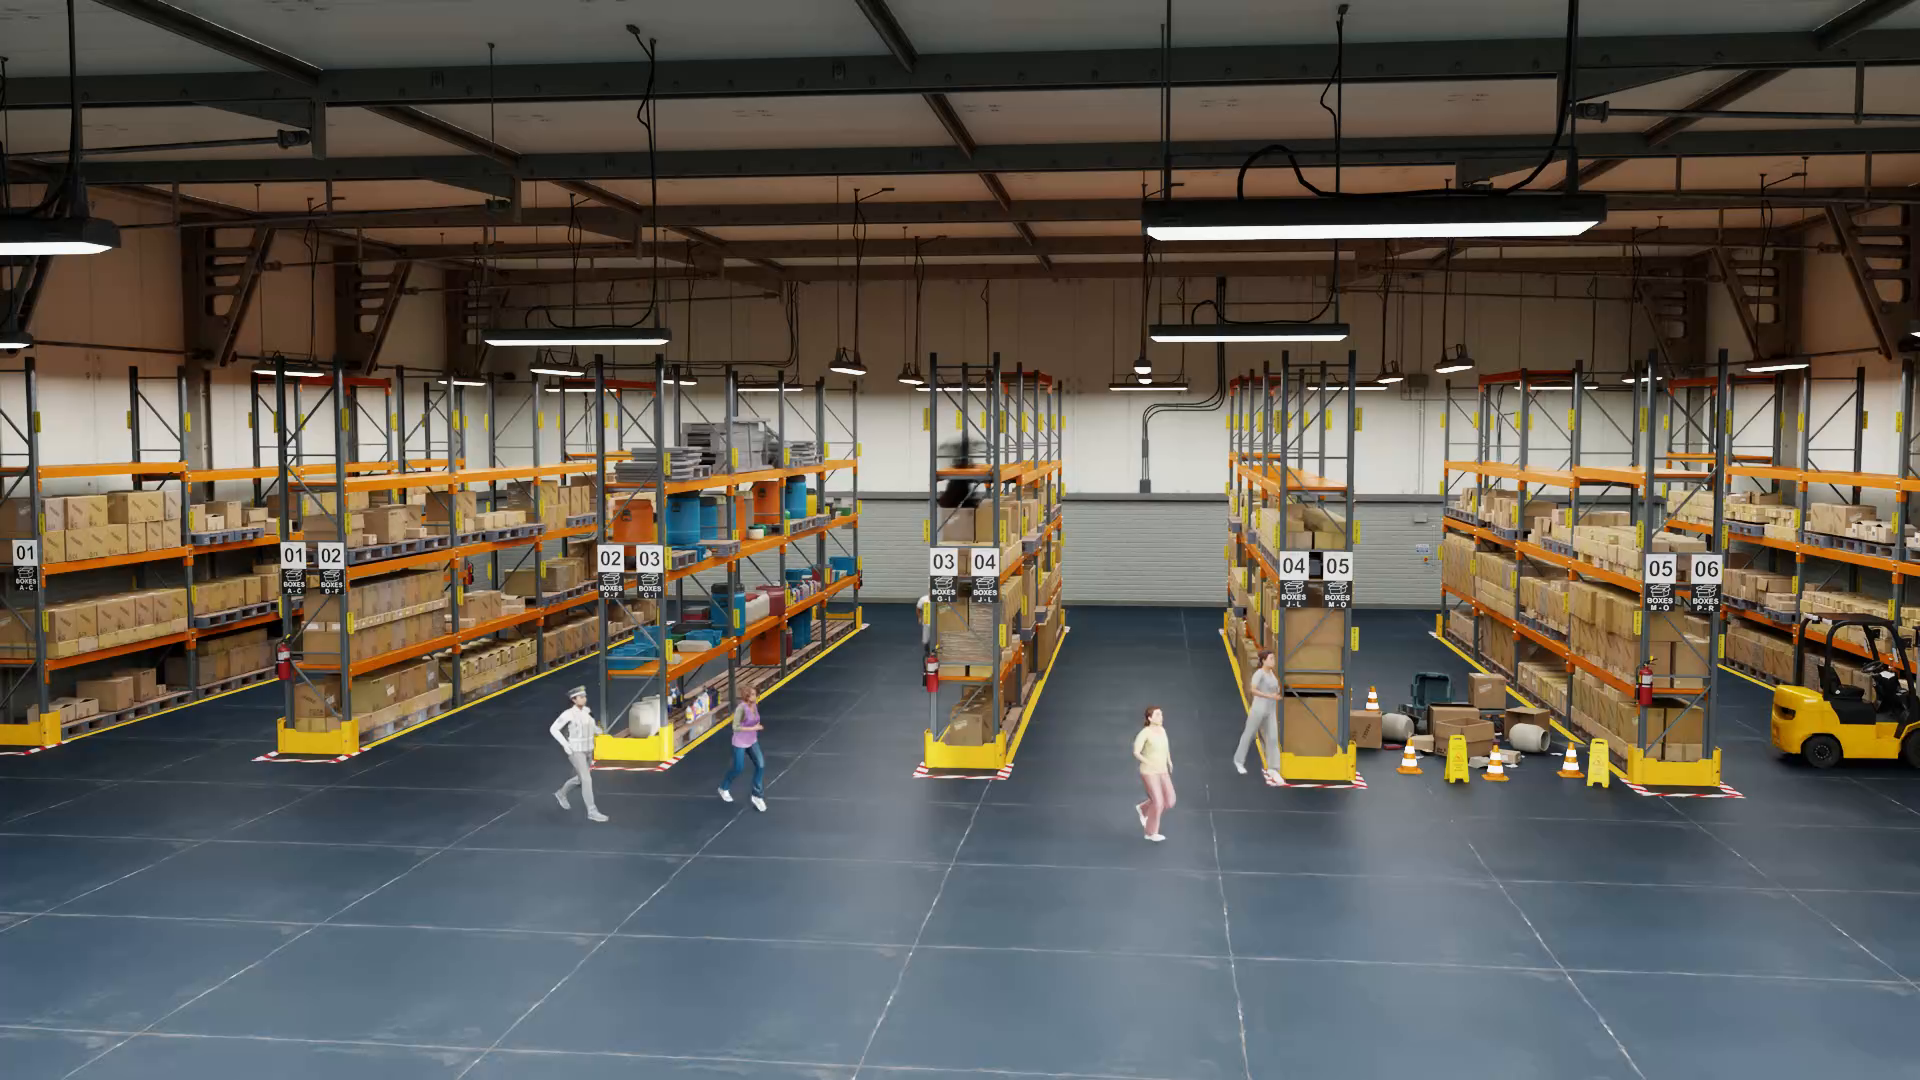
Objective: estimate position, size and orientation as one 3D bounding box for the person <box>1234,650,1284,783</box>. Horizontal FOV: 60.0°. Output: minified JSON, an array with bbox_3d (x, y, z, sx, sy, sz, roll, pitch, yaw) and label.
[{"bbox_3d":[4.056,2.317,22.171,0.606,1.719,0.843,-4,5,-41],"label":"person"}]

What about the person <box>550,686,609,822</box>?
[{"bbox_3d":[-4.779,2.655,20.916,0.919,1.666,0.614,2,5,28],"label":"person"}]

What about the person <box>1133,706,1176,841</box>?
[{"bbox_3d":[2.303,2.779,19.915,0.625,1.624,0.577,-4,5,-42],"label":"person"}]

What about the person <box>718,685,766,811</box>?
[{"bbox_3d":[-2.834,2.683,21.600,0.804,1.627,0.561,3,5,33],"label":"person"}]

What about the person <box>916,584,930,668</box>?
[{"bbox_3d":[-0.577,1.738,33.804,0.683,1.741,0.619,0,4,4],"label":"person"}]
